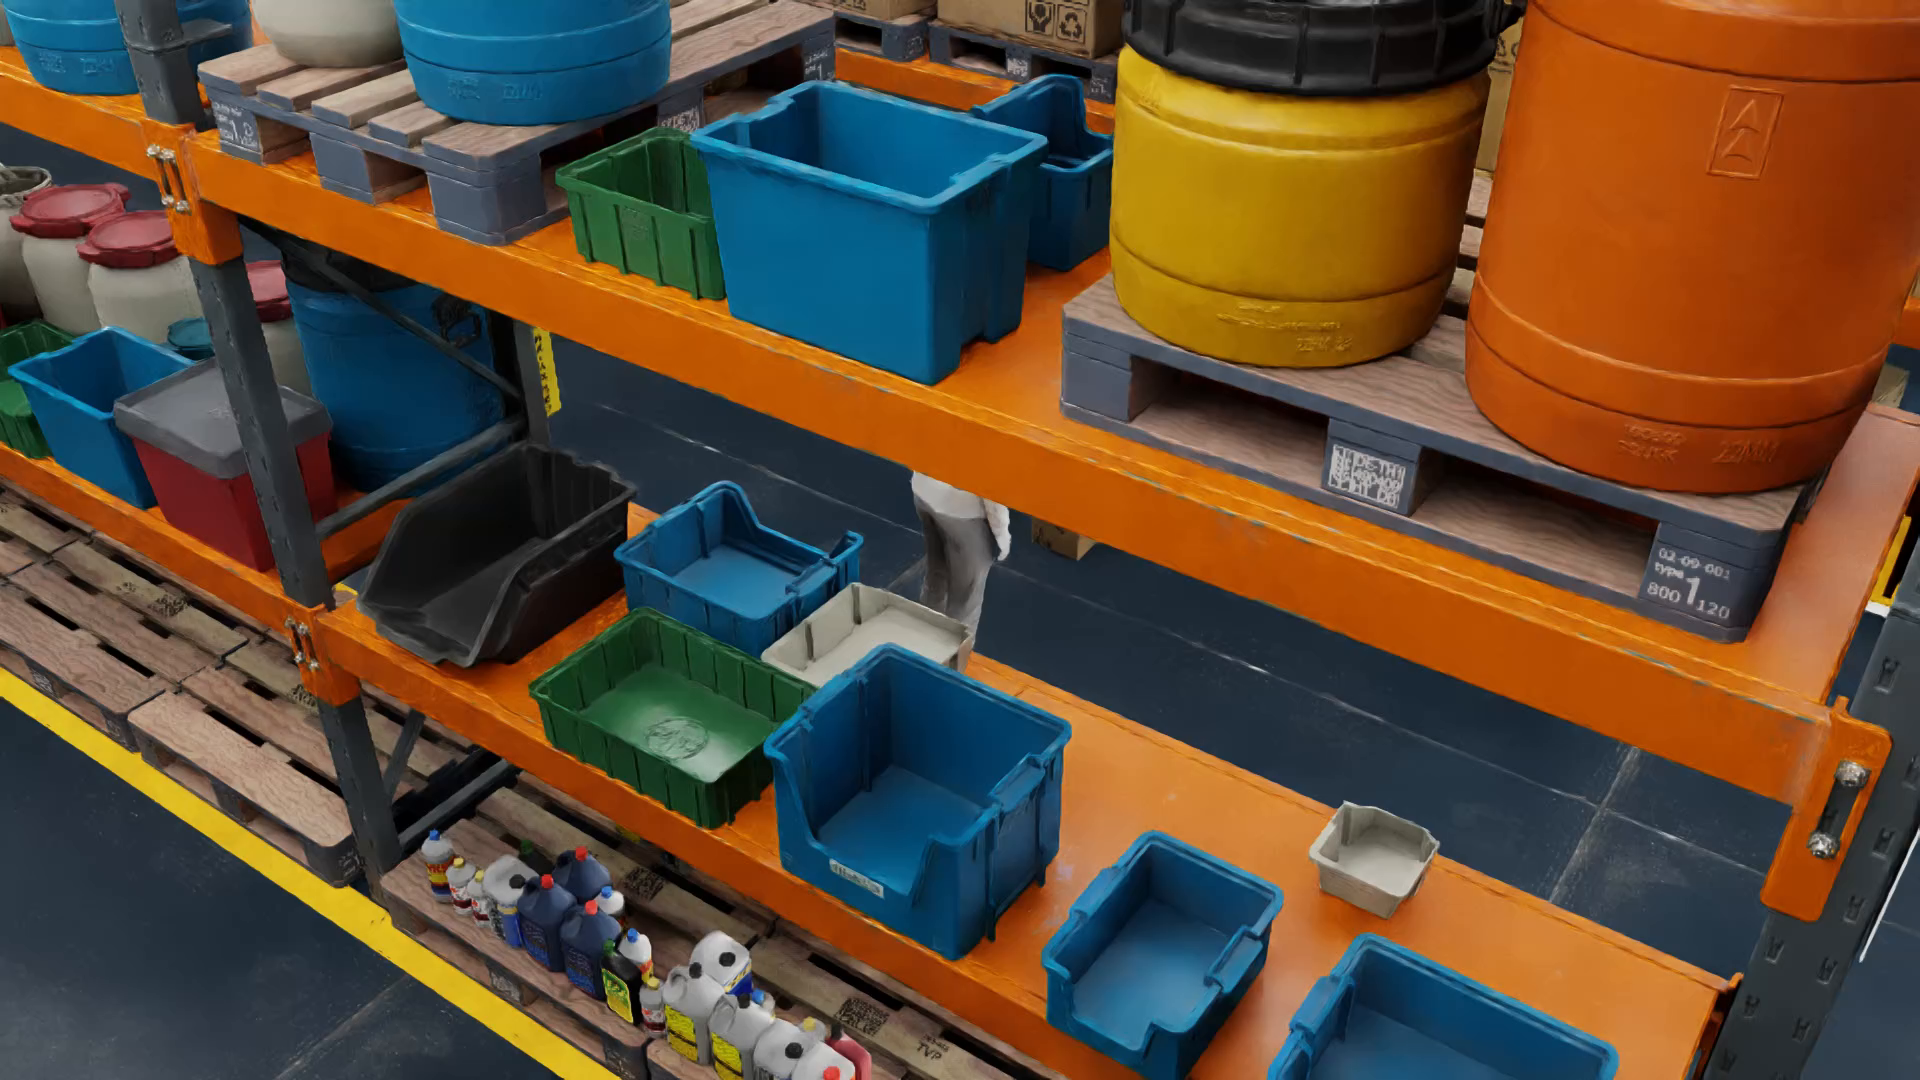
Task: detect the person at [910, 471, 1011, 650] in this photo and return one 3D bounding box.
[{"bbox_3d":[0.001,-0.134,6.281,0.355,1.683,0.577,-21,40,-27],"label":"person"}]
